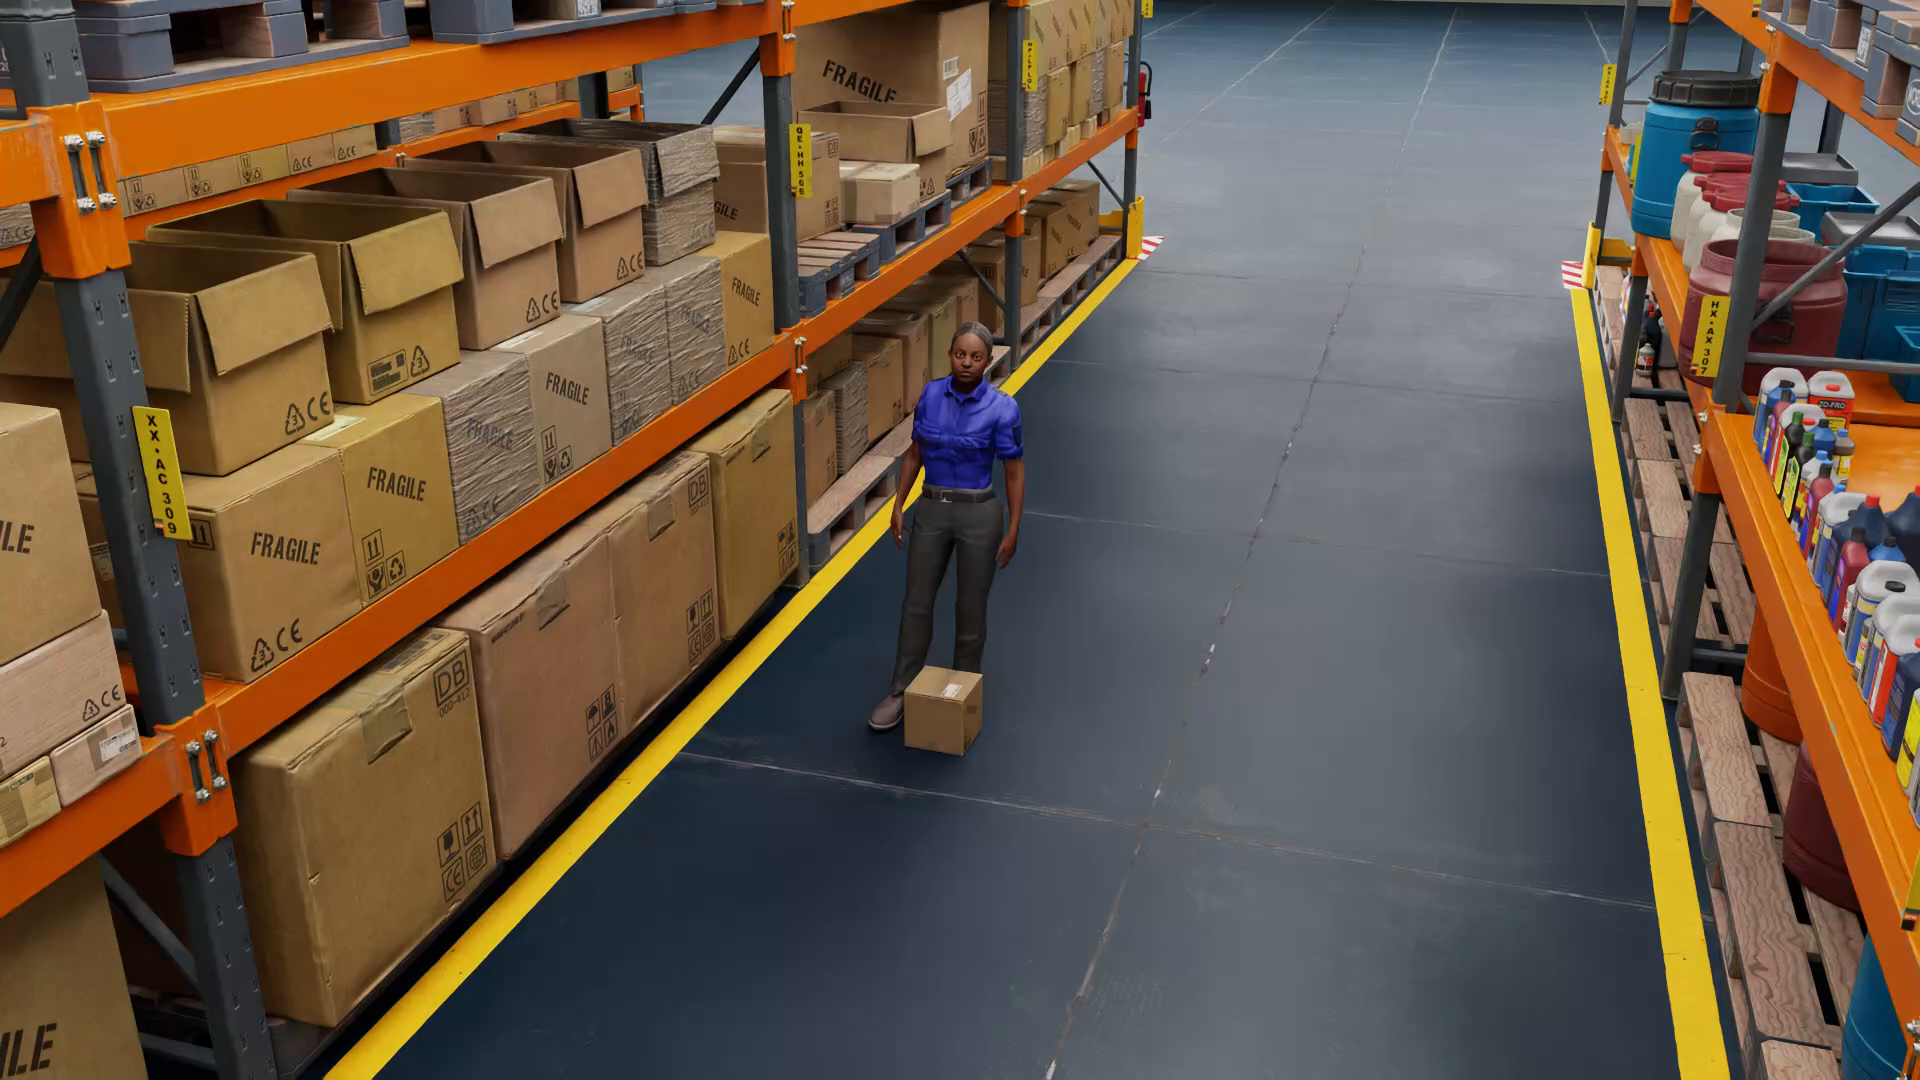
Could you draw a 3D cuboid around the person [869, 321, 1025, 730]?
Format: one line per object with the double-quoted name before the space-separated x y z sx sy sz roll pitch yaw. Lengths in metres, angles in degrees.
"person" -0.047 -0.036 6.662 0.569 1.656 0.503 8 23 18
